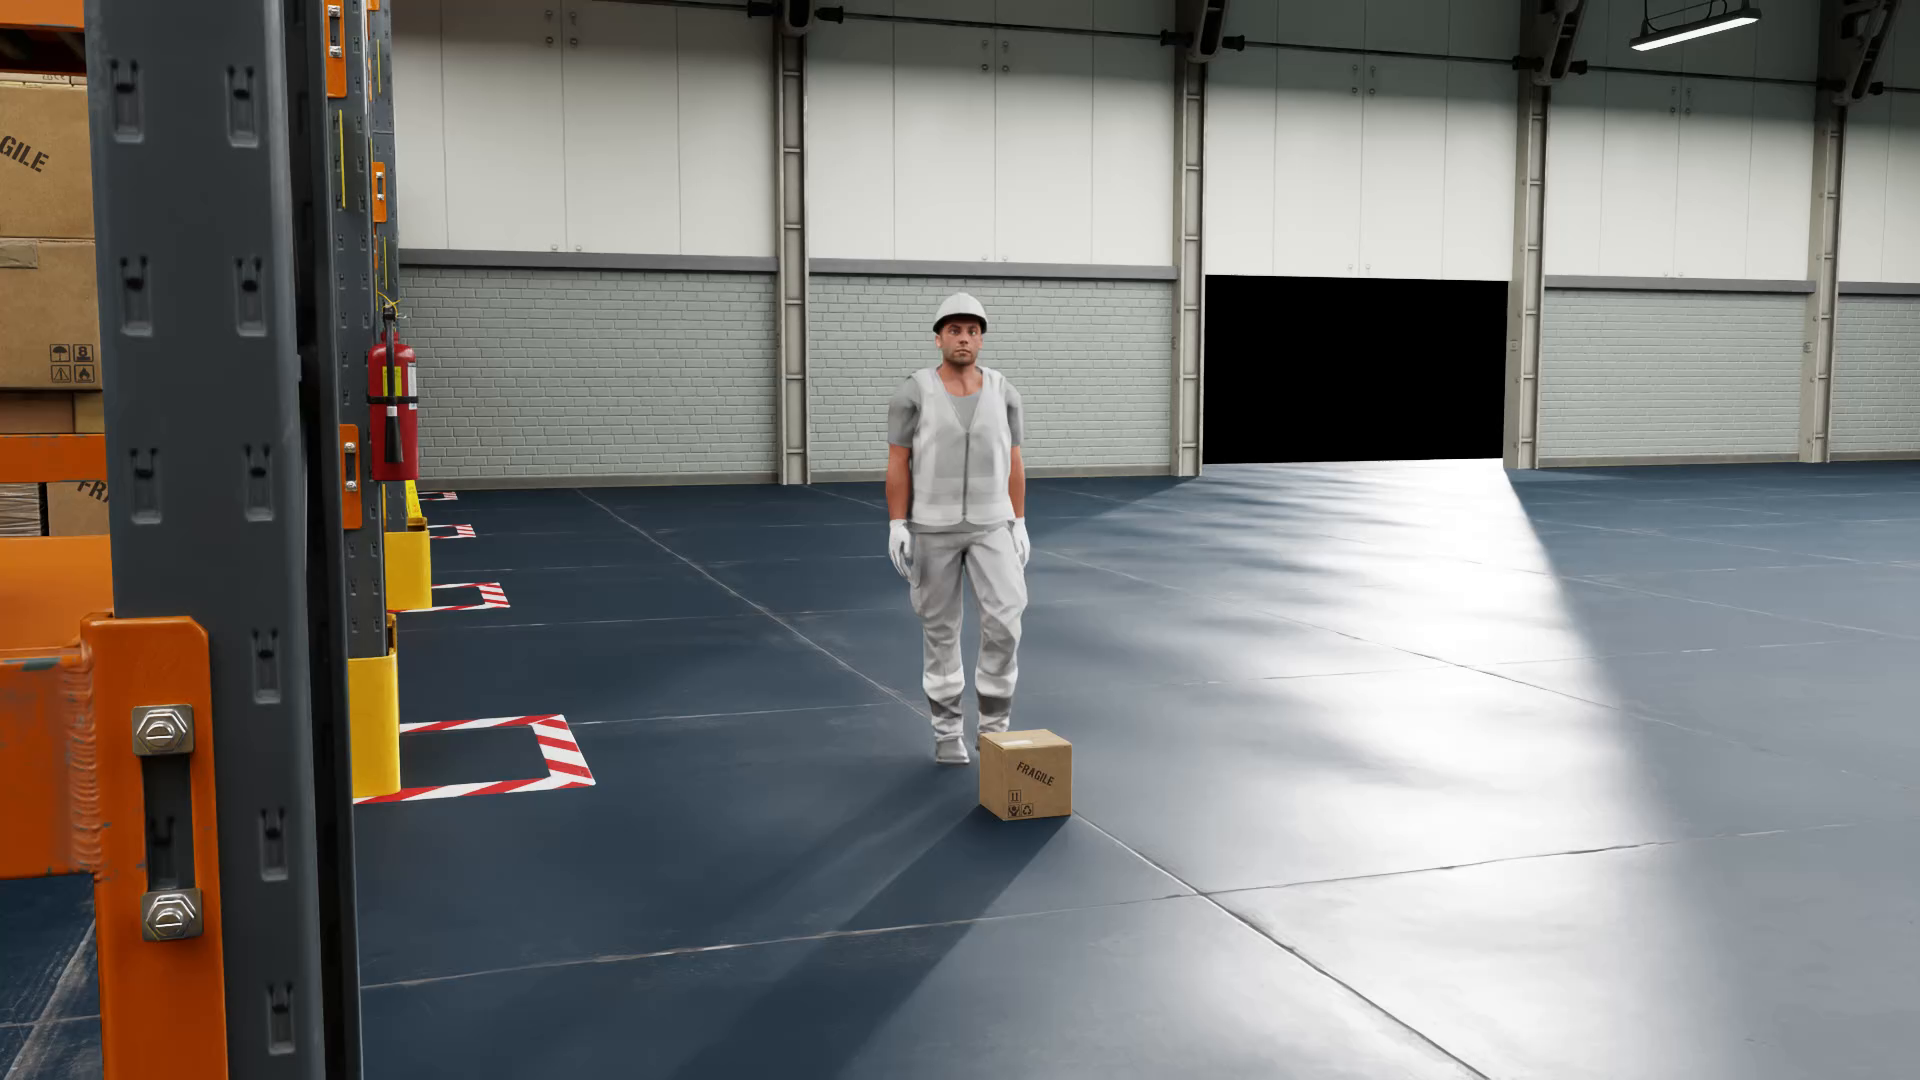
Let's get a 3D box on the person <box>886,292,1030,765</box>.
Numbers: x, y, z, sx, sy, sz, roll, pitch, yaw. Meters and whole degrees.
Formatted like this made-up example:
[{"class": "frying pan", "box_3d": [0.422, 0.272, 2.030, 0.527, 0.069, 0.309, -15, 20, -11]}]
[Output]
[{"class": "person", "box_3d": [0.004, -0.010, 6.237, 0.560, 1.822, 0.462, -1, 6, -8]}]
